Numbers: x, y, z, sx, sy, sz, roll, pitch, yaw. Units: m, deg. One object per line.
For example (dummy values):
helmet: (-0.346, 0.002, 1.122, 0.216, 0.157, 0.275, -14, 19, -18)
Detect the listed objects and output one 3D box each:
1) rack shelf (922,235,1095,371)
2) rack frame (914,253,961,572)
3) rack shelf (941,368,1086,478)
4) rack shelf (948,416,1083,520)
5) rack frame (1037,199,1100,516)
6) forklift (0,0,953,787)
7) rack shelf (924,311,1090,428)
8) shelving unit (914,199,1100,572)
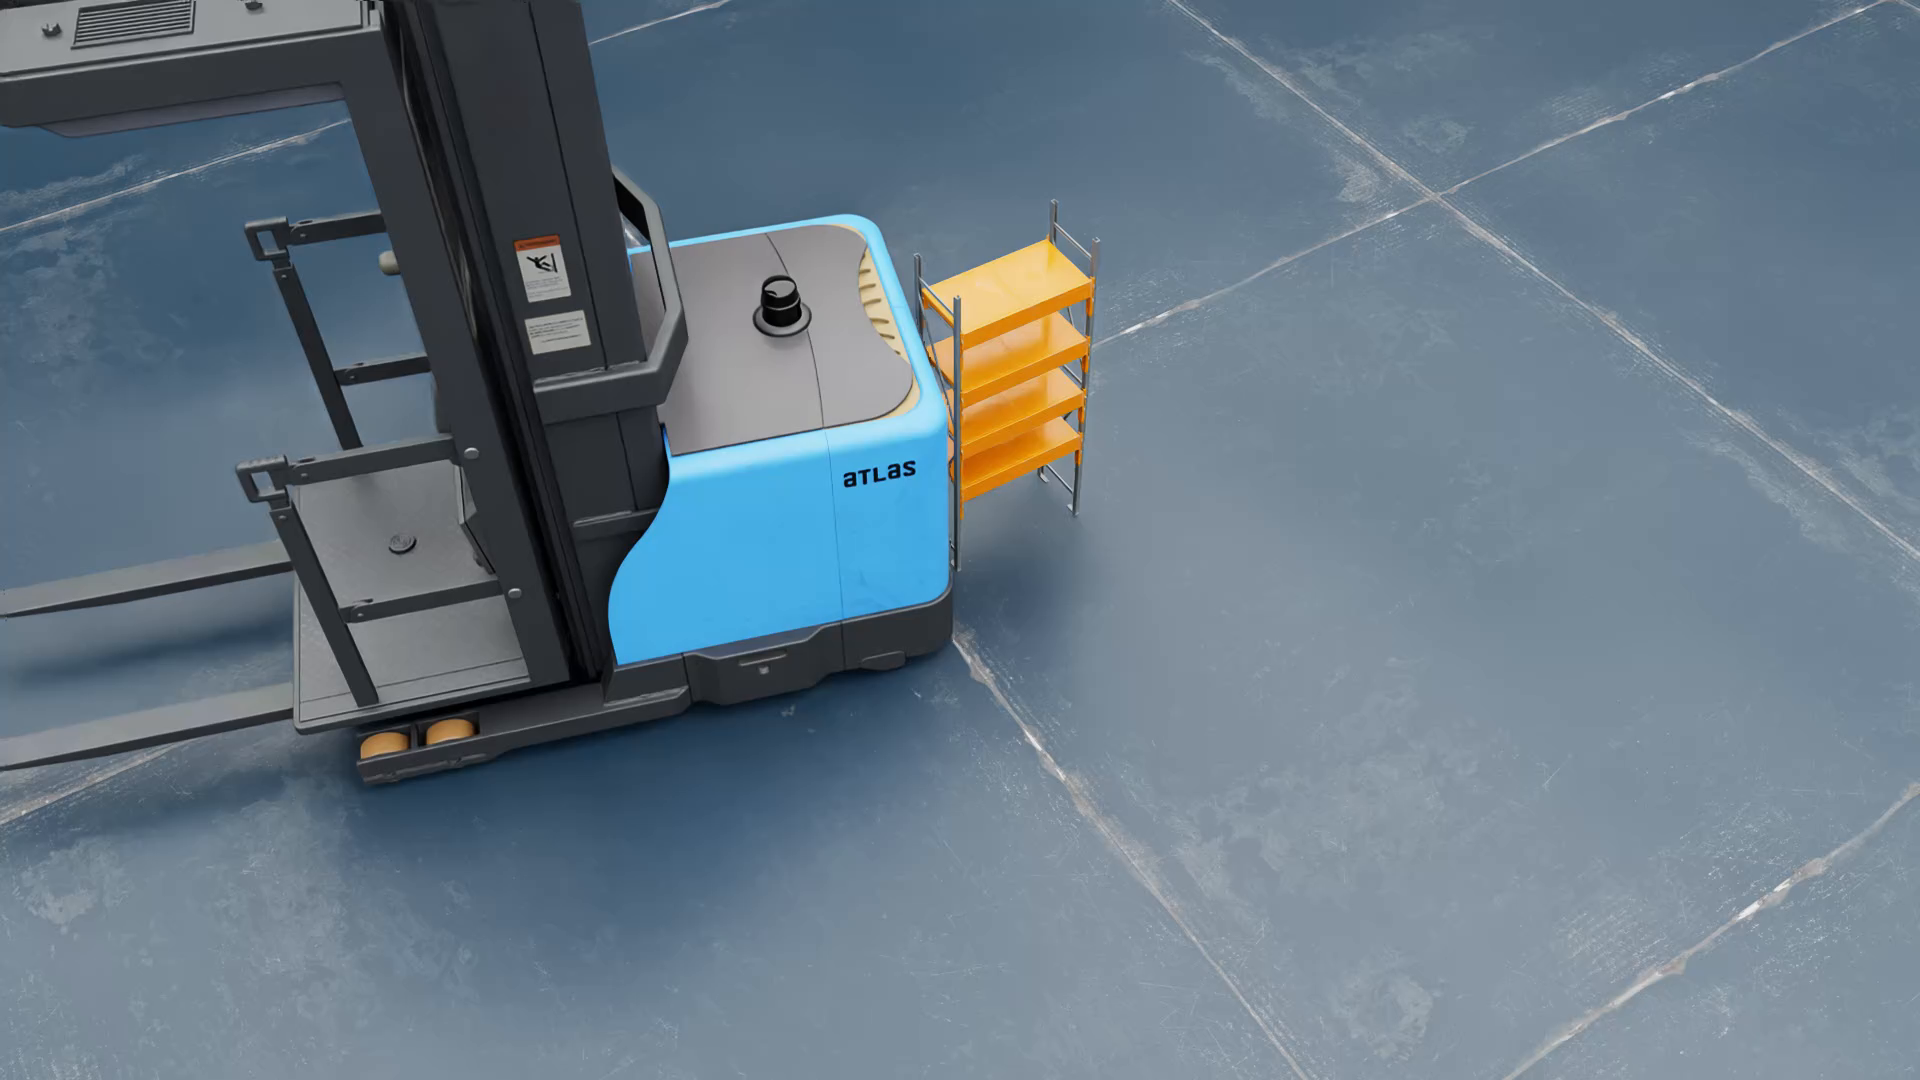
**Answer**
rack shelf: (0.140, -0.726, 5.067, 0.480, 0.148, 0.258, -25, 53, -21)
rack frame: (-0.066, -0.368, 5.274, 0.015, 1.200, 0.240, -25, 53, -21)
rack shelf: (0.140, -0.420, 5.411, 0.480, 0.148, 0.258, -25, 53, -21)
rack shelf: (0.140, -0.288, 5.559, 0.480, 0.148, 0.258, -25, 53, -21)
rack frame: (0.346, -0.562, 5.447, 0.015, 1.200, 0.240, -25, 53, -21)
forklift: (-1.597, -0.673, 4.387, 3.031, 2.935, 1.130, -11, 49, -10)
rack shelf: (0.140, -0.569, 5.244, 0.480, 0.148, 0.258, -25, 53, -21)
shelving unit: (0.140, -0.465, 5.361, 0.503, 1.200, 0.258, -25, 53, -21)
